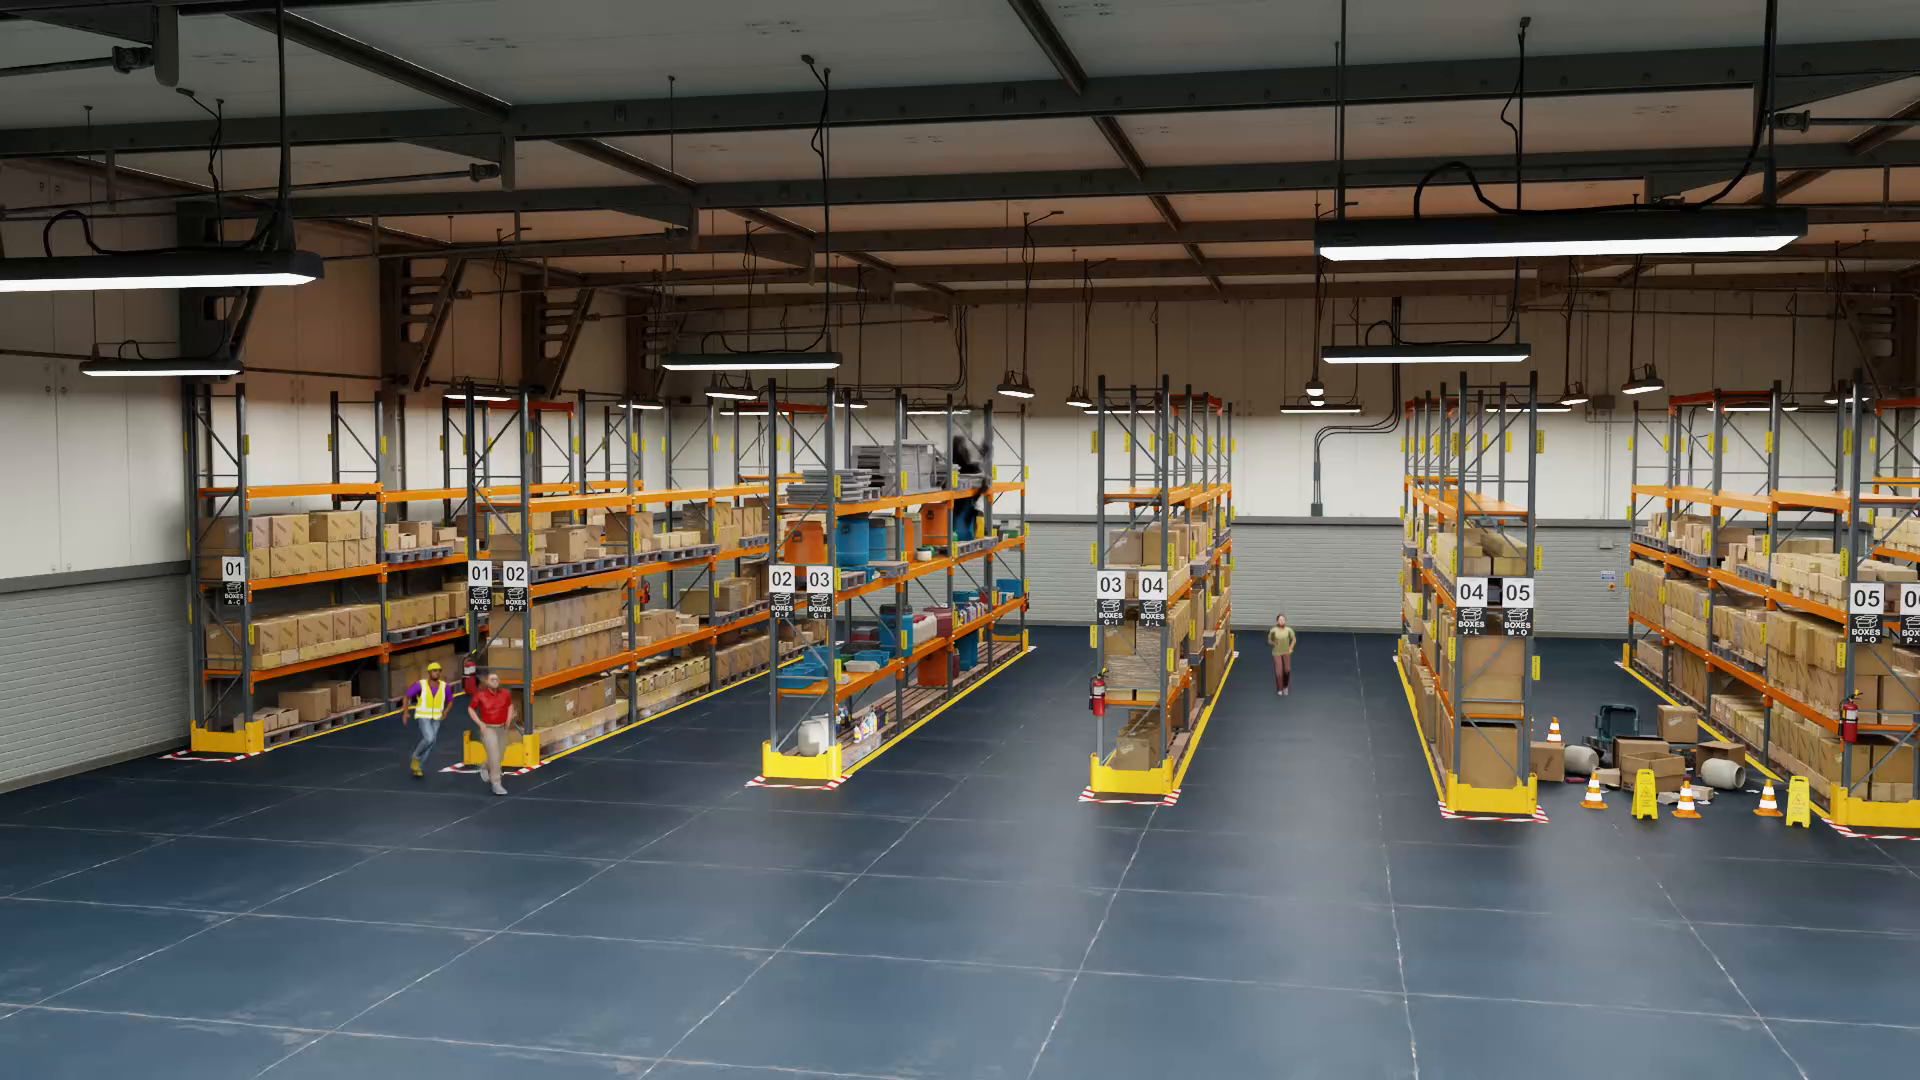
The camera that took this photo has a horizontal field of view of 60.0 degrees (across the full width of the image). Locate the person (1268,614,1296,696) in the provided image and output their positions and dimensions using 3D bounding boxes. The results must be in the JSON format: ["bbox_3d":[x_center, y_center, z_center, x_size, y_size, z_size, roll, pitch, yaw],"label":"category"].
[{"bbox_3d":[6.383,2.286,32.967,0.559,1.629,0.582,0,3,8],"label":"person"}]

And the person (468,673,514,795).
[{"bbox_3d":[-6.751,2.761,24.003,0.659,1.724,0.840,-3,4,-42],"label":"person"}]

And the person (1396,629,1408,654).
[{"bbox_3d":[10.894,1.893,39.673,0.925,1.680,0.590,1,3,15],"label":"person"}]

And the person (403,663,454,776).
[{"bbox_3d":[-7.997,2.710,25.134,0.737,1.695,0.607,-3,4,-37],"label":"person"}]
